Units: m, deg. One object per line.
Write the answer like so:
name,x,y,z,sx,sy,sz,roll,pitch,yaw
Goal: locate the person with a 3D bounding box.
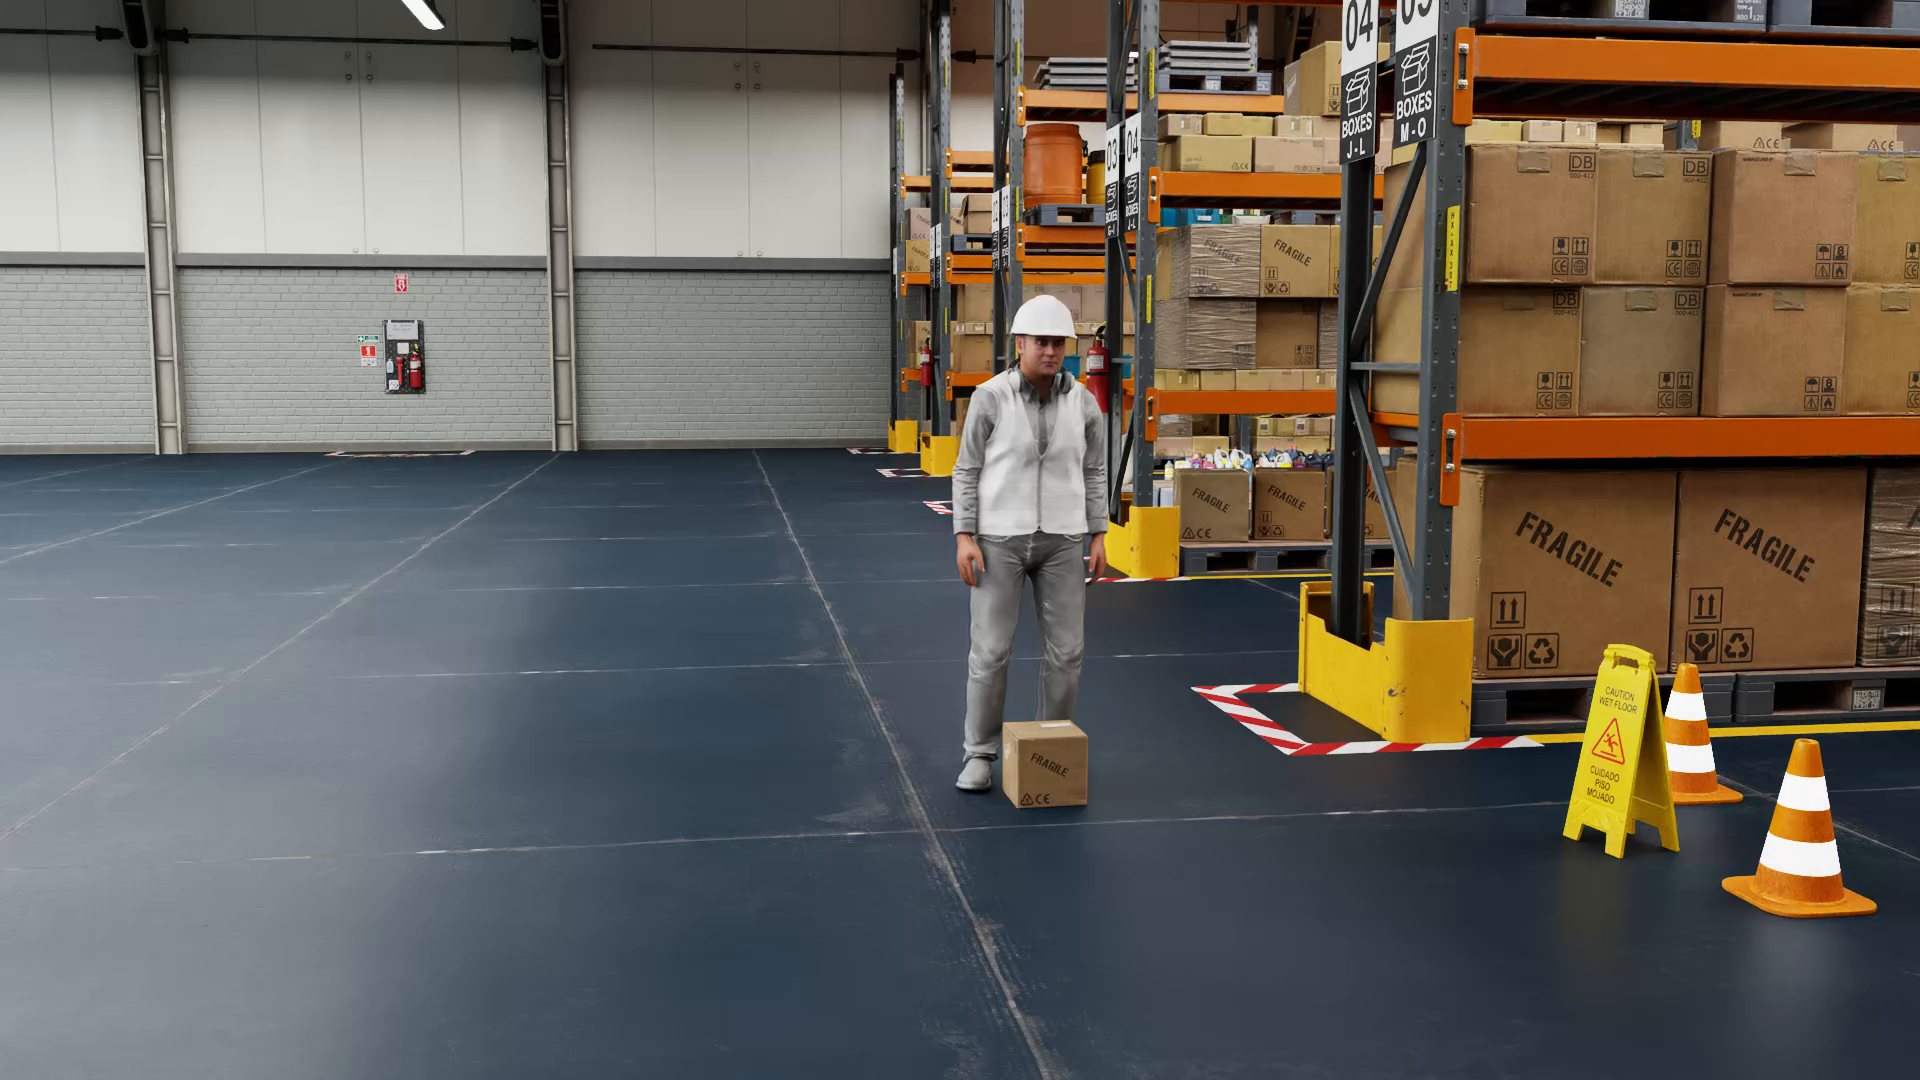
person,0.259,0.005,6.048,0.593,1.771,0.464,-1,7,-12
